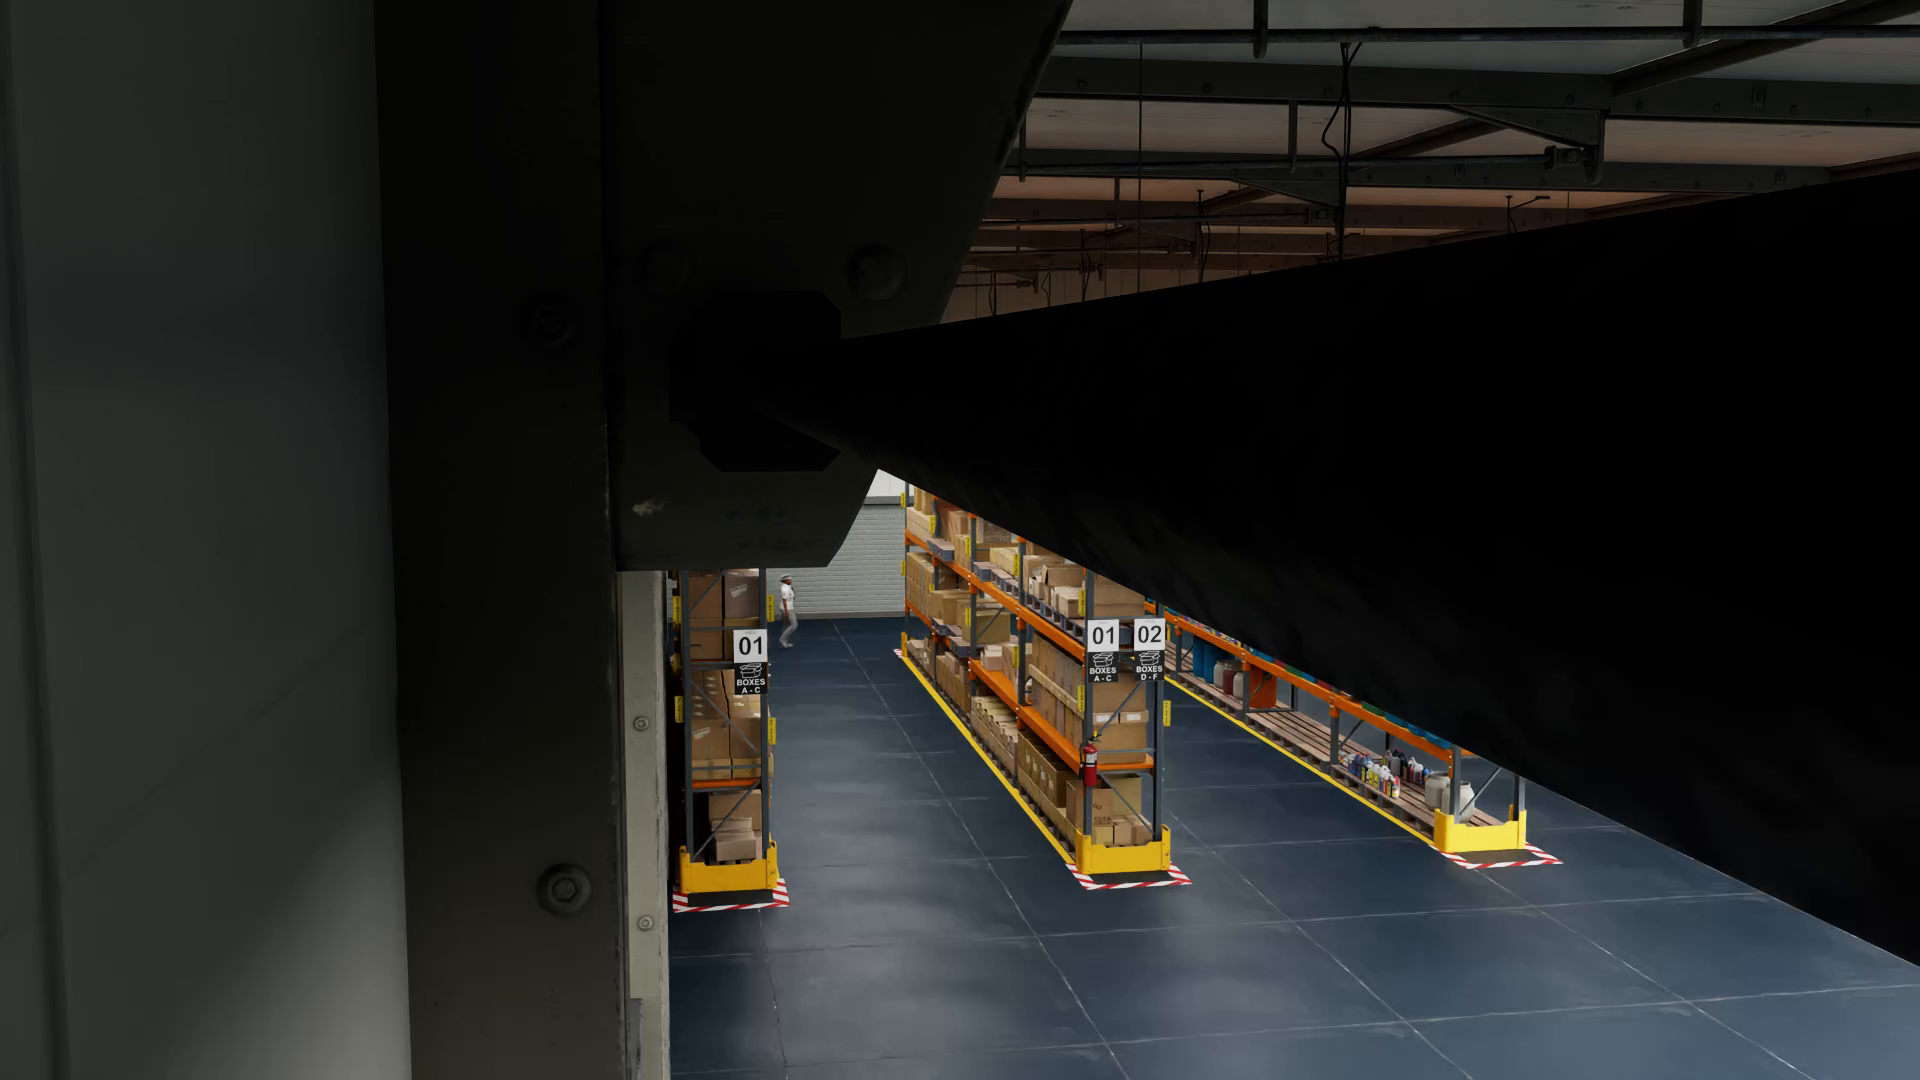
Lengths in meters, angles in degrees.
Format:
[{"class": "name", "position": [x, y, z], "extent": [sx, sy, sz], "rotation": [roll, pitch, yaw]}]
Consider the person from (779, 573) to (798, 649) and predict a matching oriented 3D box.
[{"class": "person", "position": [-3.904, 1.588, 37.539], "extent": [0.426, 1.688, 0.473], "rotation": [-1, 6, -13]}]

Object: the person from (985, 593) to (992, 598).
[{"class": "person", "position": [0.660, 1.717, 37.398], "extent": [0.425, 1.439, 0.977], "rotation": [-4, 7, -36]}]
